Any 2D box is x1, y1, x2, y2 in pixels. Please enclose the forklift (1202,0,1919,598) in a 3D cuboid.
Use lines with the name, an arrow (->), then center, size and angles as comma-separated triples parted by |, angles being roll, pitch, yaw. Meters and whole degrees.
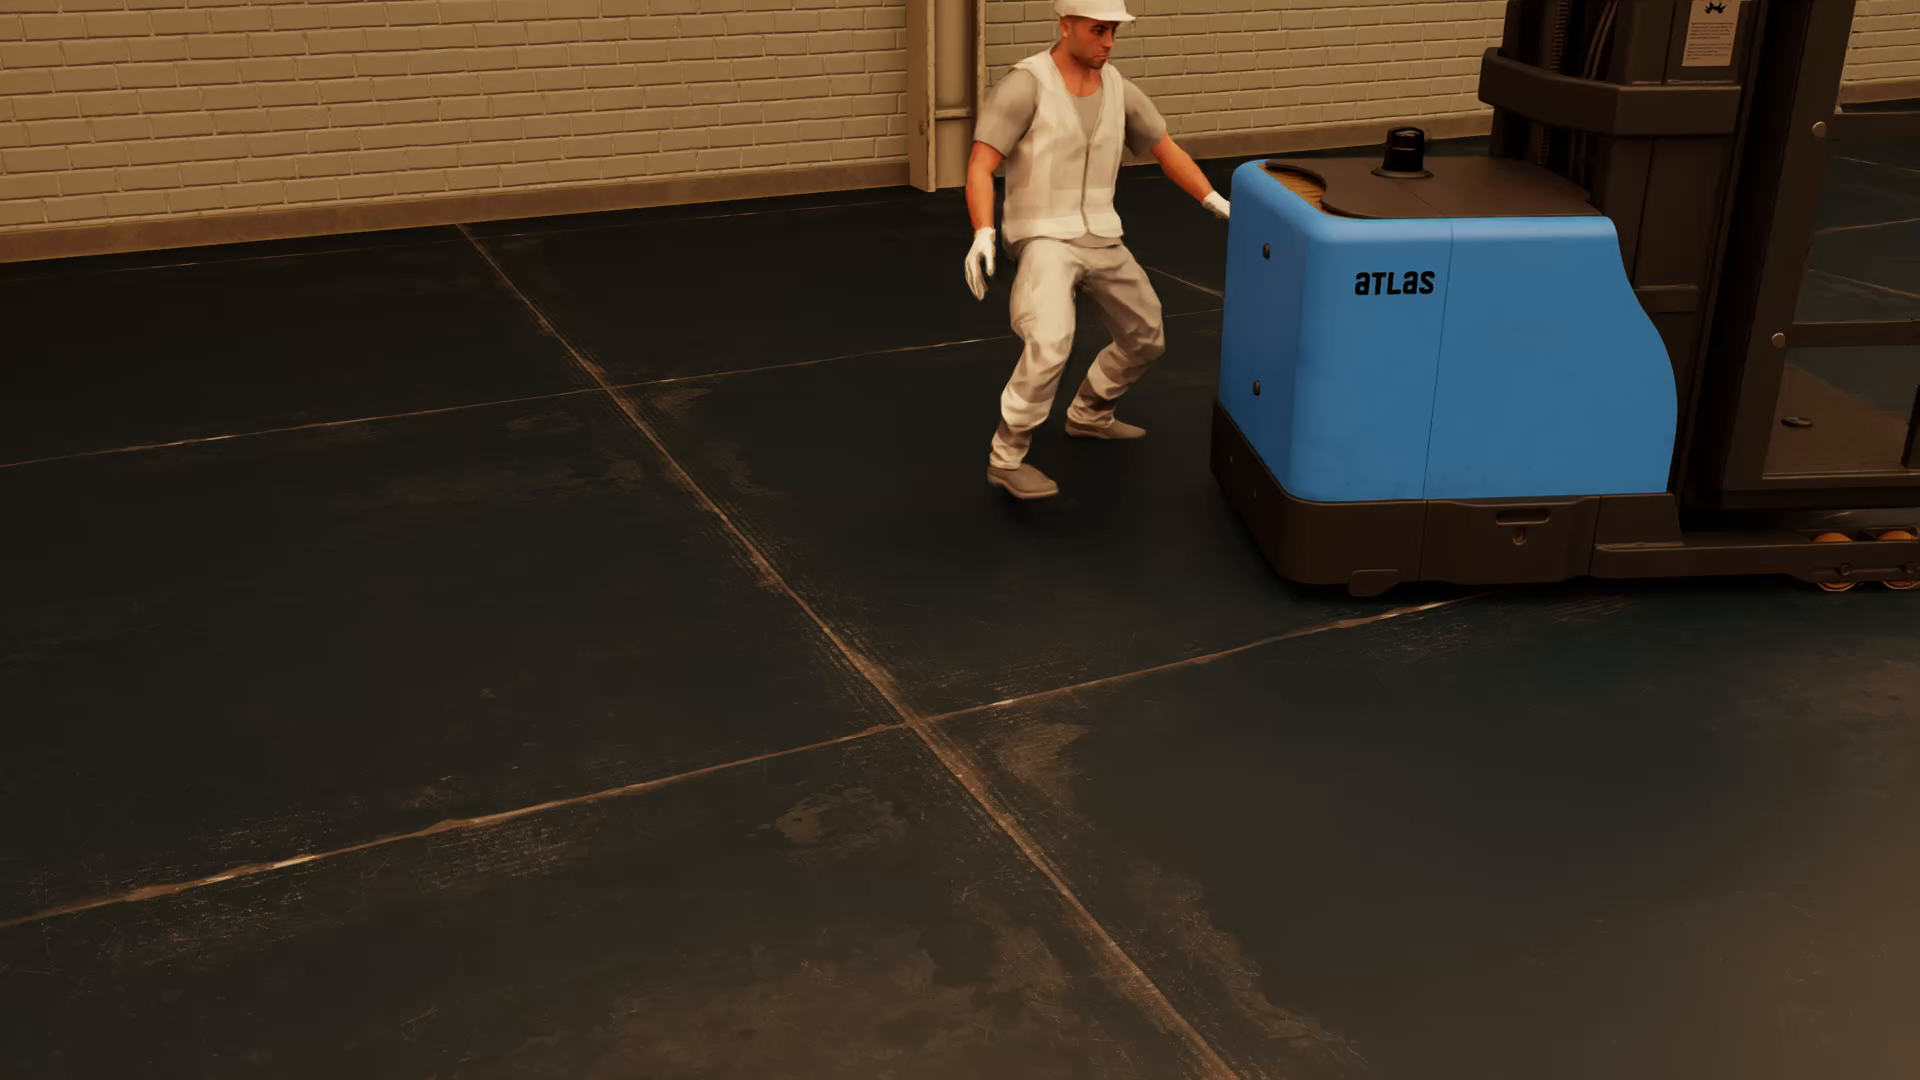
forklift -> 2.344, -1.405, 4.669 | 3.031, 2.935, 1.130 | -2, 23, -4

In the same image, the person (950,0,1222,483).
person -> 0.393, -0.996, 5.395 | 0.994, 1.650, 0.678 | -12, 25, -27
